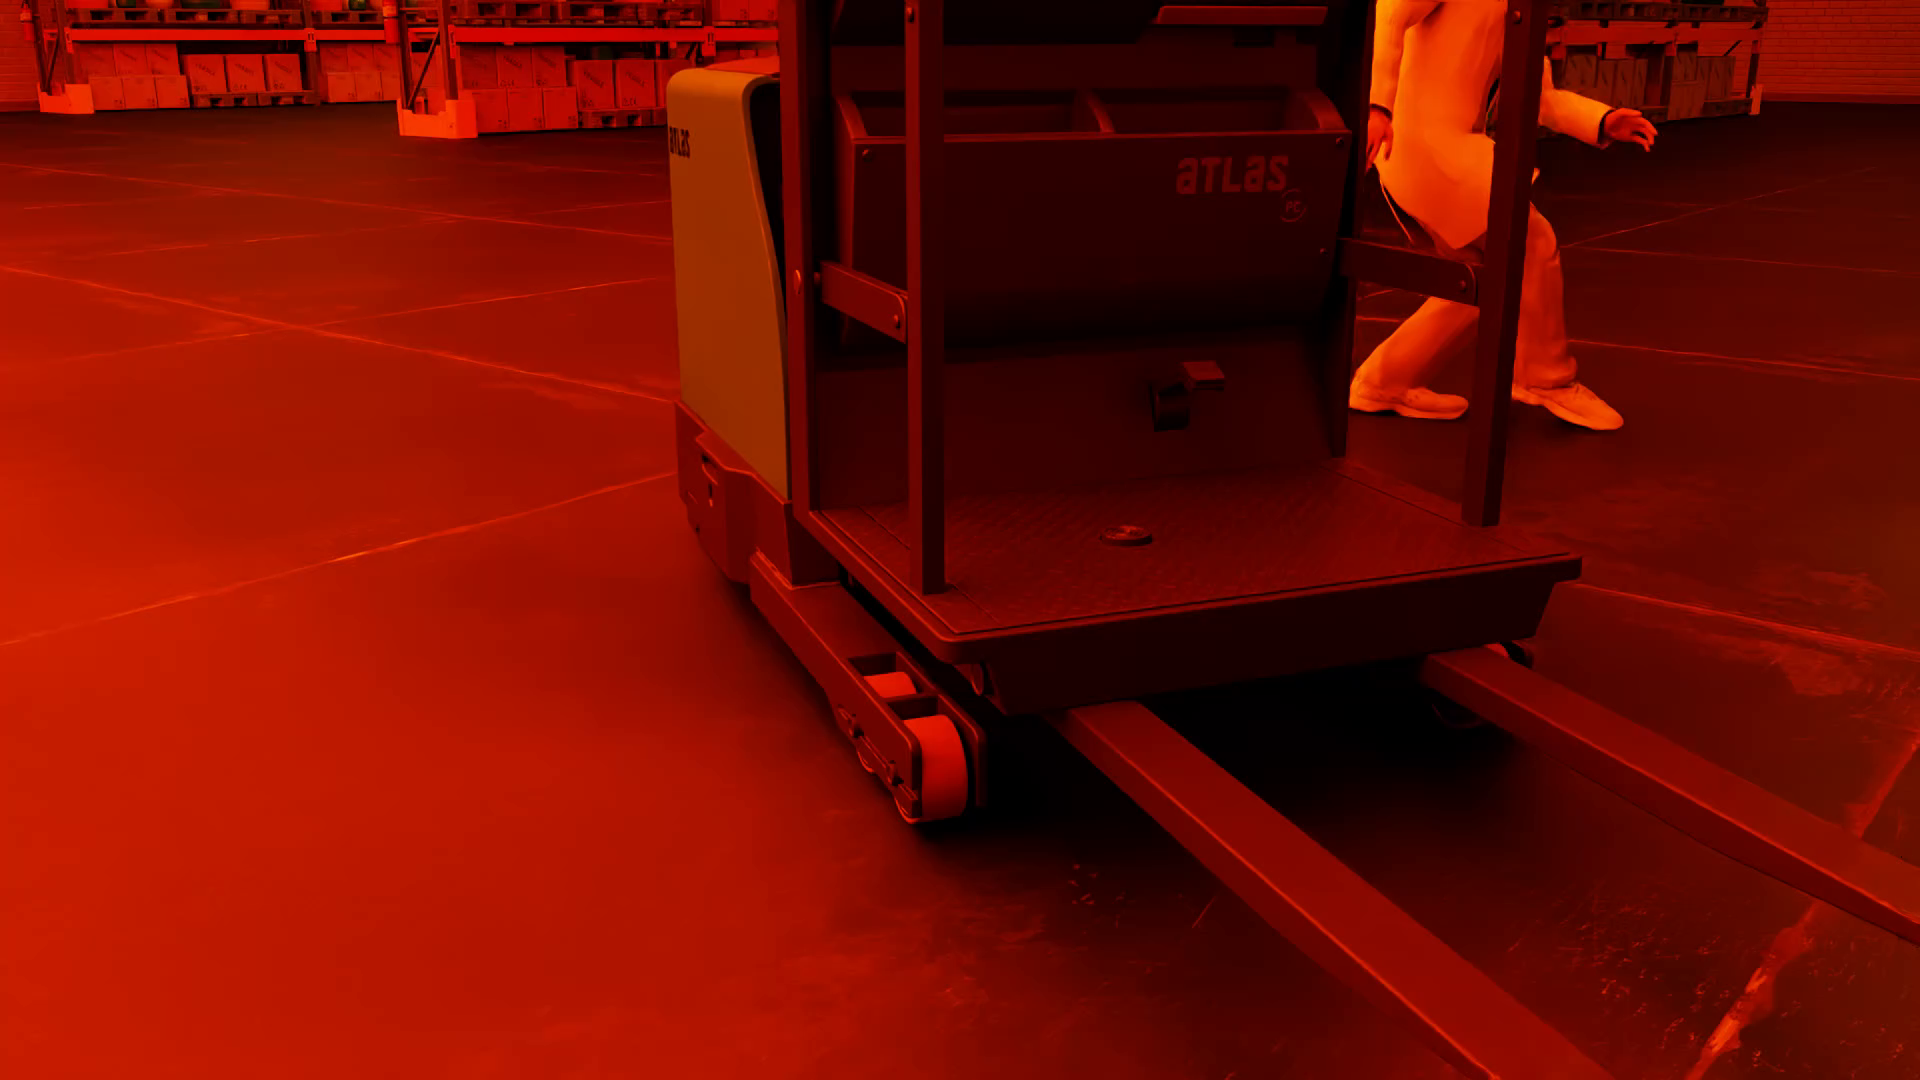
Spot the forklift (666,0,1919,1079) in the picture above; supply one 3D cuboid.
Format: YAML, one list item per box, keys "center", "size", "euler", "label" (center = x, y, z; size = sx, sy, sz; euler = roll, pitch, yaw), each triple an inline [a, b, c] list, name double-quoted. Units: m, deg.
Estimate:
- center: [0.317, -1.108, 2.545]
  size: [1.130, 2.935, 3.031]
  euler: [-6, 18, -20]
  label: "forklift"

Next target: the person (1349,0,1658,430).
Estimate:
- center: [1.577, -1.107, 4.849]
  size: [0.831, 1.618, 0.808]
  euler: [7, 18, 22]
  label: "person"
